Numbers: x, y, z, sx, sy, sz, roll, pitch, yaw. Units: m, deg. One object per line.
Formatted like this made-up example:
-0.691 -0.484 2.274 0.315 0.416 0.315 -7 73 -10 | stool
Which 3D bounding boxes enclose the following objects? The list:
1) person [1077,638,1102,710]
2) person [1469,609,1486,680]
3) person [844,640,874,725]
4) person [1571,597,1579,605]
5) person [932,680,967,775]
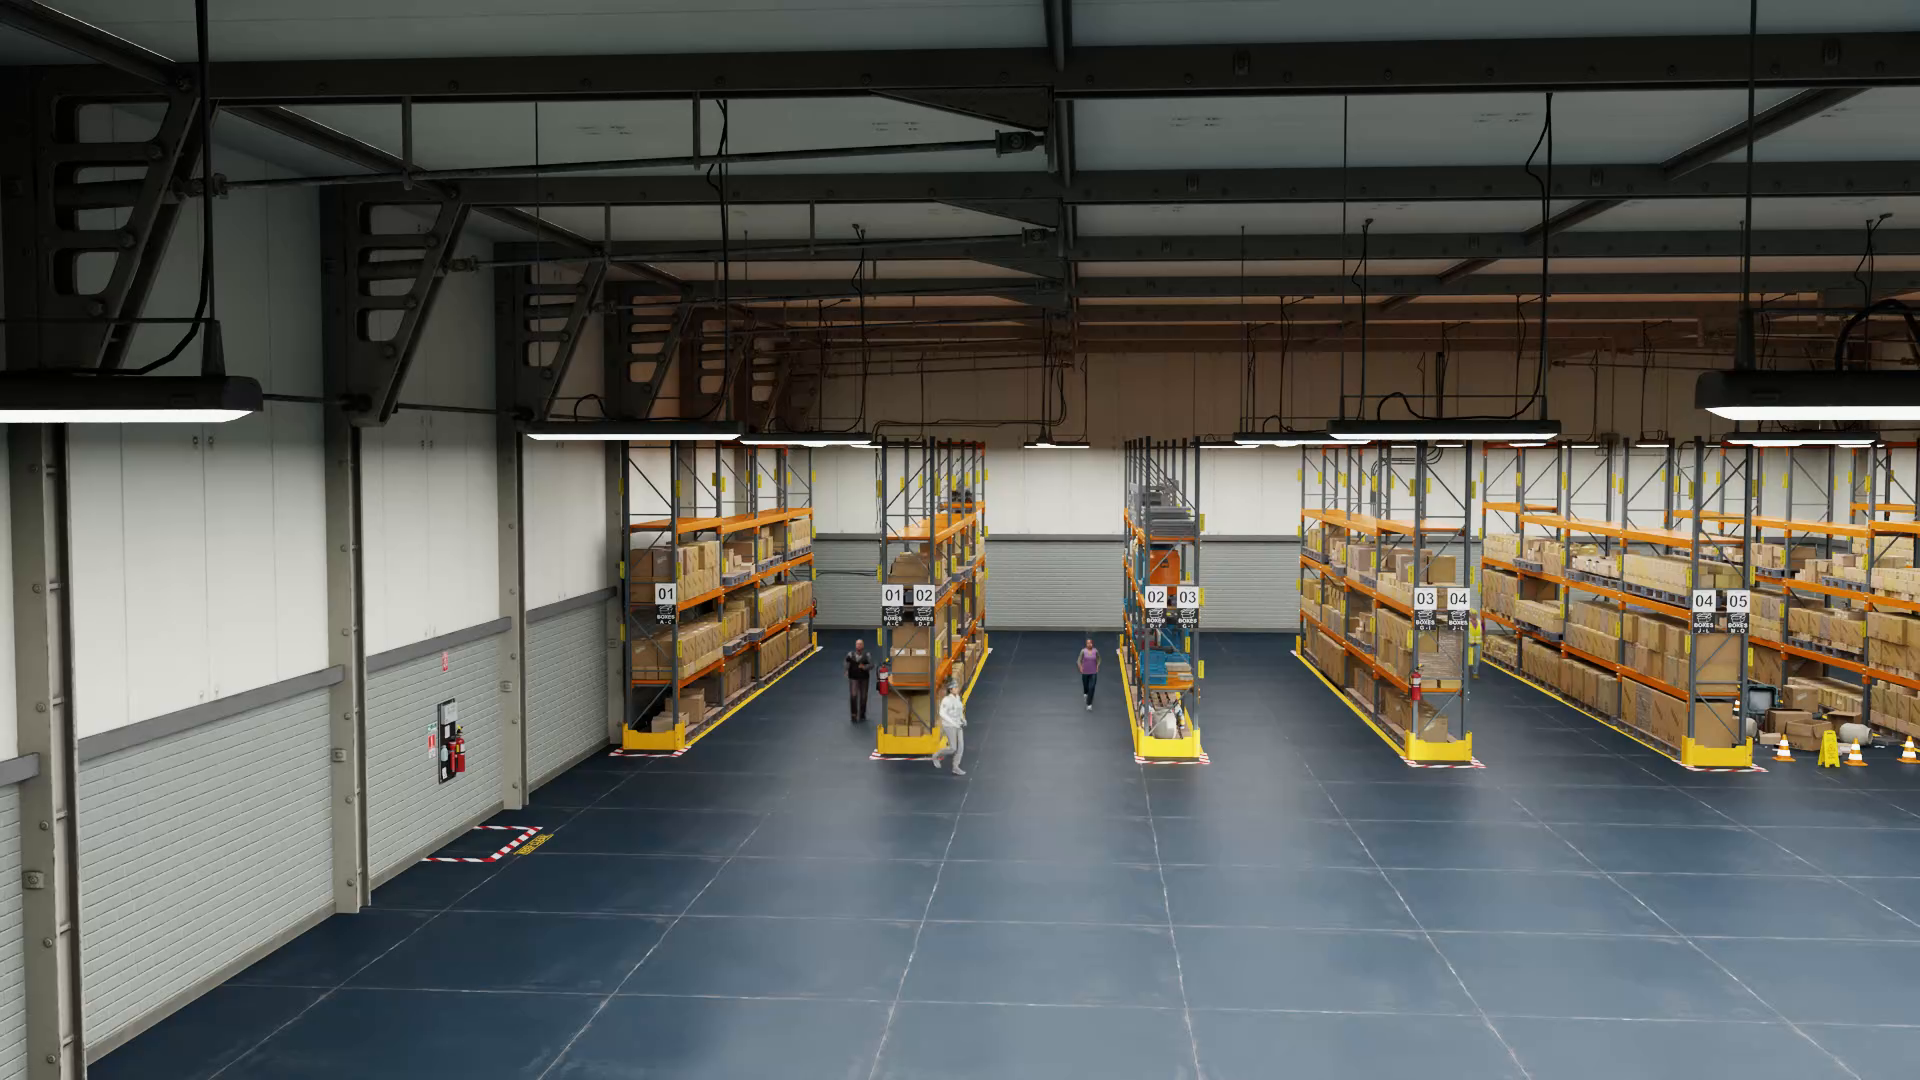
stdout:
2.881 2.977 36.980 0.542 1.561 0.651 0 3 2 | person
12.950 2.614 41.982 0.711 1.754 0.834 0 3 0 | person
-2.132 2.990 35.063 0.625 1.786 0.770 0 3 -5 | person
17.873 2.420 47.407 0.956 1.615 0.600 0 3 -6 | person
-0.166 3.312 29.570 0.651 1.681 0.644 2 4 33 | person
